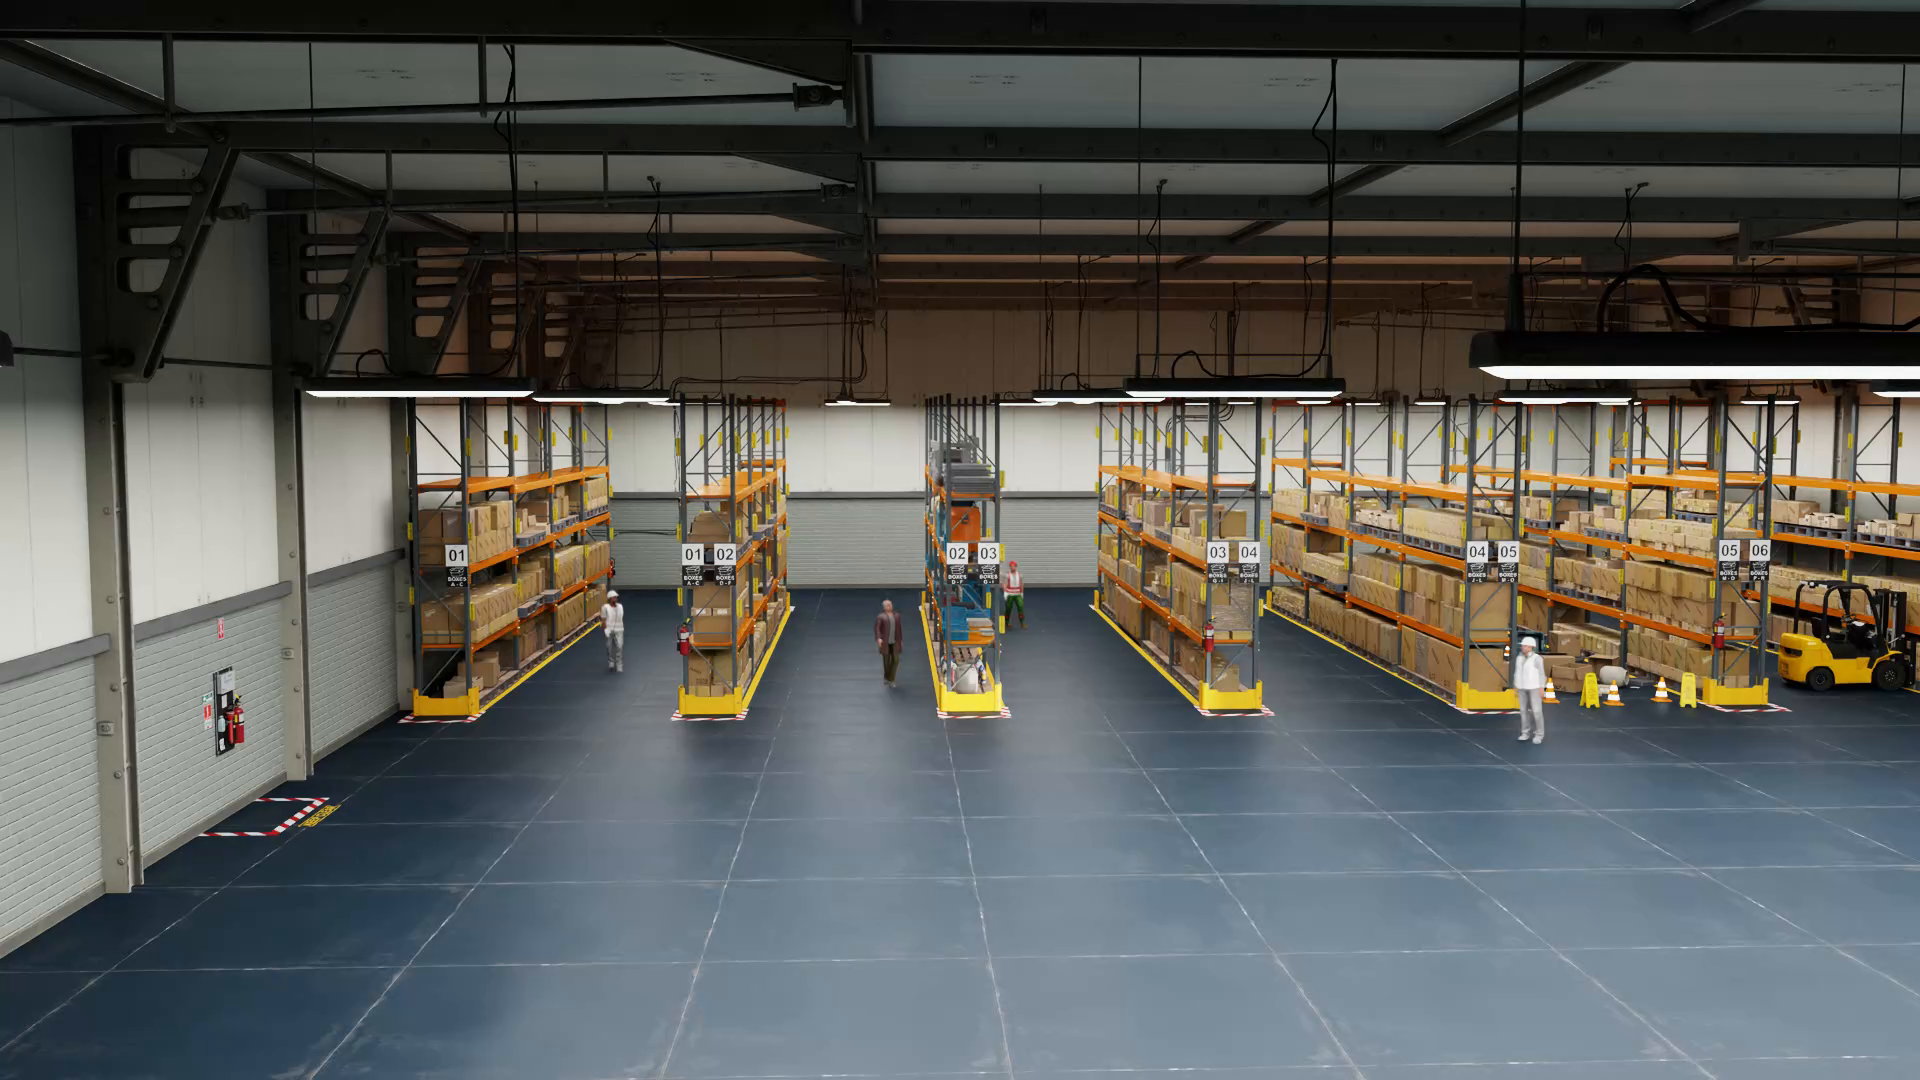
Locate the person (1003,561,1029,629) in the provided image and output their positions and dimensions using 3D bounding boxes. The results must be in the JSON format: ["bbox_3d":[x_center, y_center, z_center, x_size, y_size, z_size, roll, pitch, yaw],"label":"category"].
[{"bbox_3d":[1.422,1.418,43.121,0.634,1.742,0.938,-2,5,-21],"label":"person"}]

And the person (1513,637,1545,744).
[{"bbox_3d":[9.802,2.573,28.679,0.607,1.789,0.457,4,6,44],"label":"person"}]

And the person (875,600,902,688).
[{"bbox_3d":[-1.466,2.144,34.373,0.625,1.805,0.764,-1,5,-13],"label":"person"}]

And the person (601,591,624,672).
[{"bbox_3d":[-7.554,1.985,36.153,0.487,1.735,1.009,-1,5,-9],"label":"person"}]
